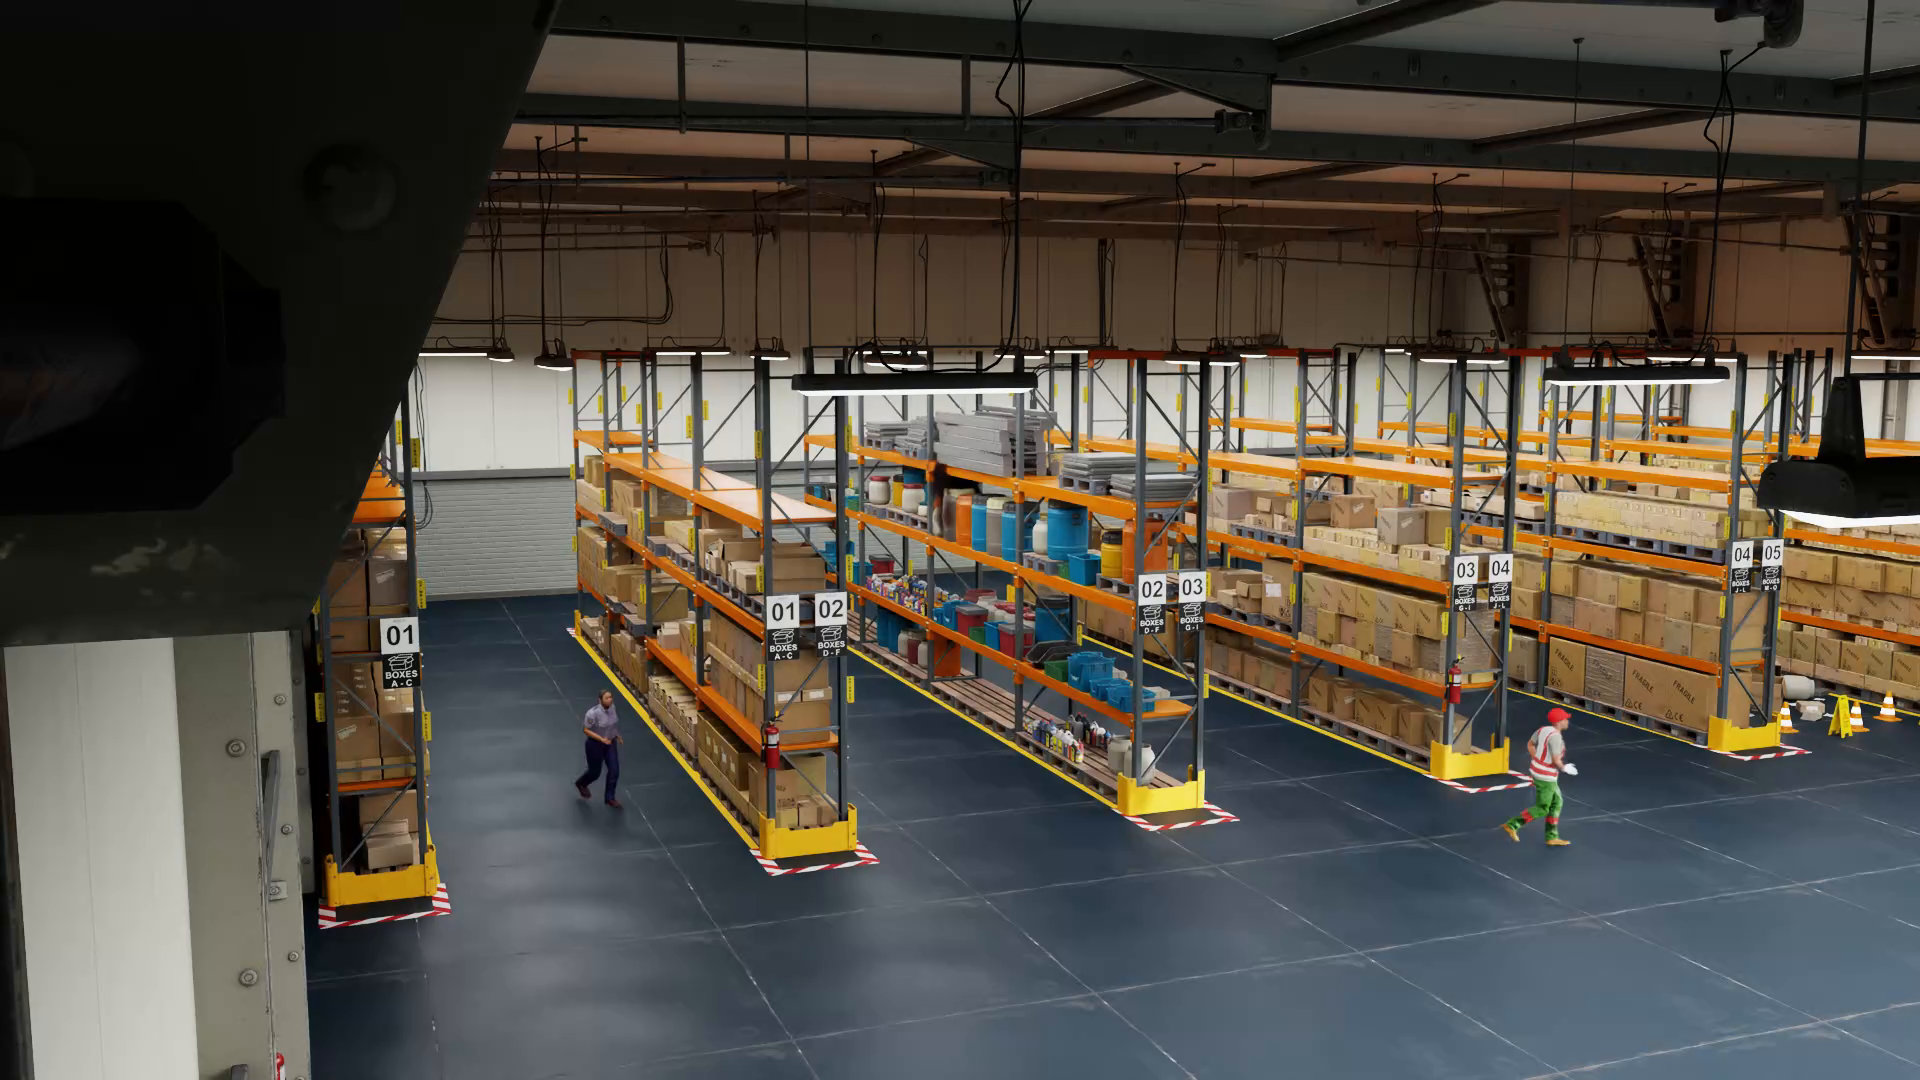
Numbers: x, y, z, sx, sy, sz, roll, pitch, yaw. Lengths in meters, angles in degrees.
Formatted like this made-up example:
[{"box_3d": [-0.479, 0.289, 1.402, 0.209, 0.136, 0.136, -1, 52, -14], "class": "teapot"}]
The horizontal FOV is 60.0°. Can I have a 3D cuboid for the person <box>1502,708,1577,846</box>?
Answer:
[{"box_3d": [7.143, 2.927, 20.523, 0.867, 1.745, 0.663, 1, 7, 4], "class": "person"}]

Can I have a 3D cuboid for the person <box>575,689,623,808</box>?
[{"box_3d": [-4.880, 2.769, 22.392, 0.824, 1.613, 0.598, 7, 10, 43], "class": "person"}]
